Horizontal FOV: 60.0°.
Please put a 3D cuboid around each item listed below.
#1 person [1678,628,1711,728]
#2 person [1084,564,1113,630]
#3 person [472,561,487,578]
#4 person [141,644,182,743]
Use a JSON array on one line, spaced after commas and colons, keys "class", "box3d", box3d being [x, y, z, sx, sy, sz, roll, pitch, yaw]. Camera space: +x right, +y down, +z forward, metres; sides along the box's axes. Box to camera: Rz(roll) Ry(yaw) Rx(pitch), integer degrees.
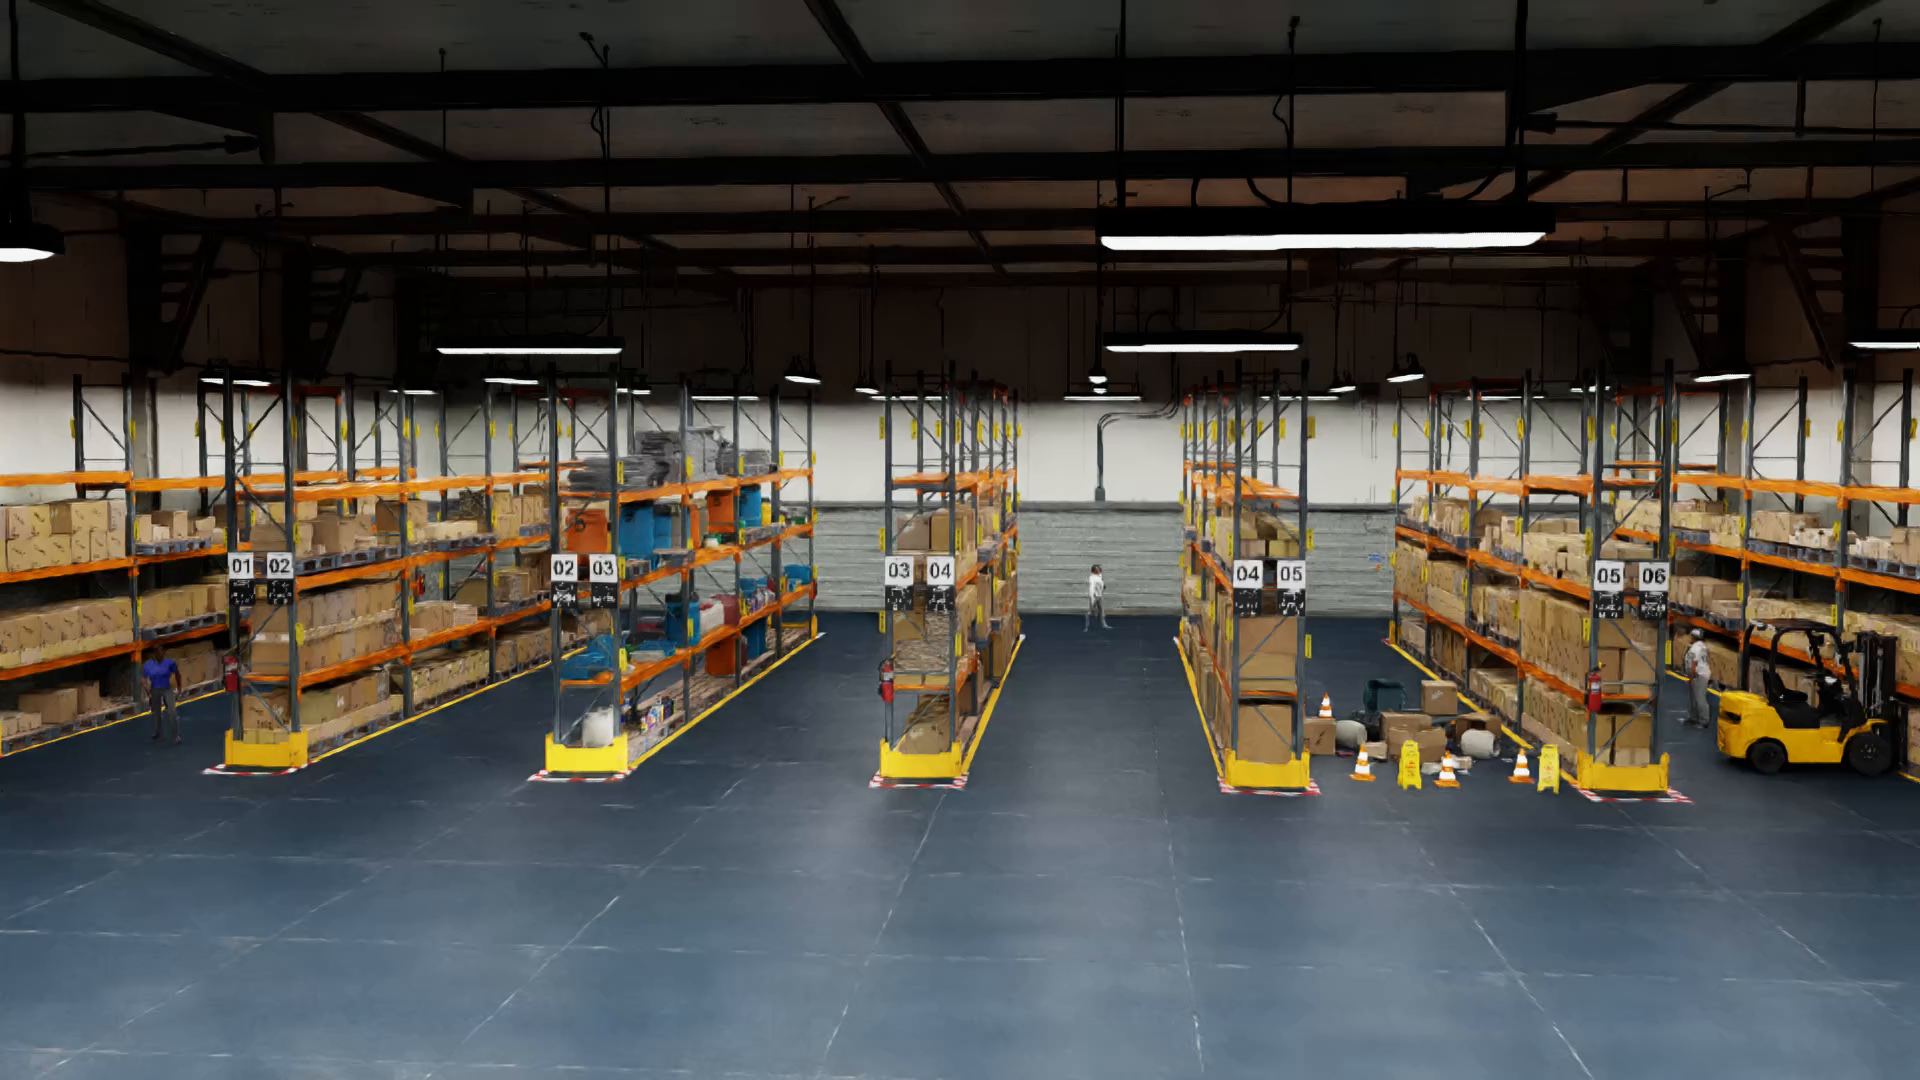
[{"class": "person", "box3d": [12.424, 2.318, 28.098, 0.549, 1.651, 0.598, 2, 5, 34]}, {"class": "person", "box3d": [3.437, 1.419, 41.634, 0.553, 1.672, 0.685, 4, 5, 43]}, {"class": "person", "box3d": [-12.038, 1.388, 41.813, 0.477, 1.727, 0.622, 2, 4, 31]}, {"class": "person", "box3d": [-12.772, 2.497, 26.678, 0.619, 1.488, 0.798, -1, 4, -14]}]
